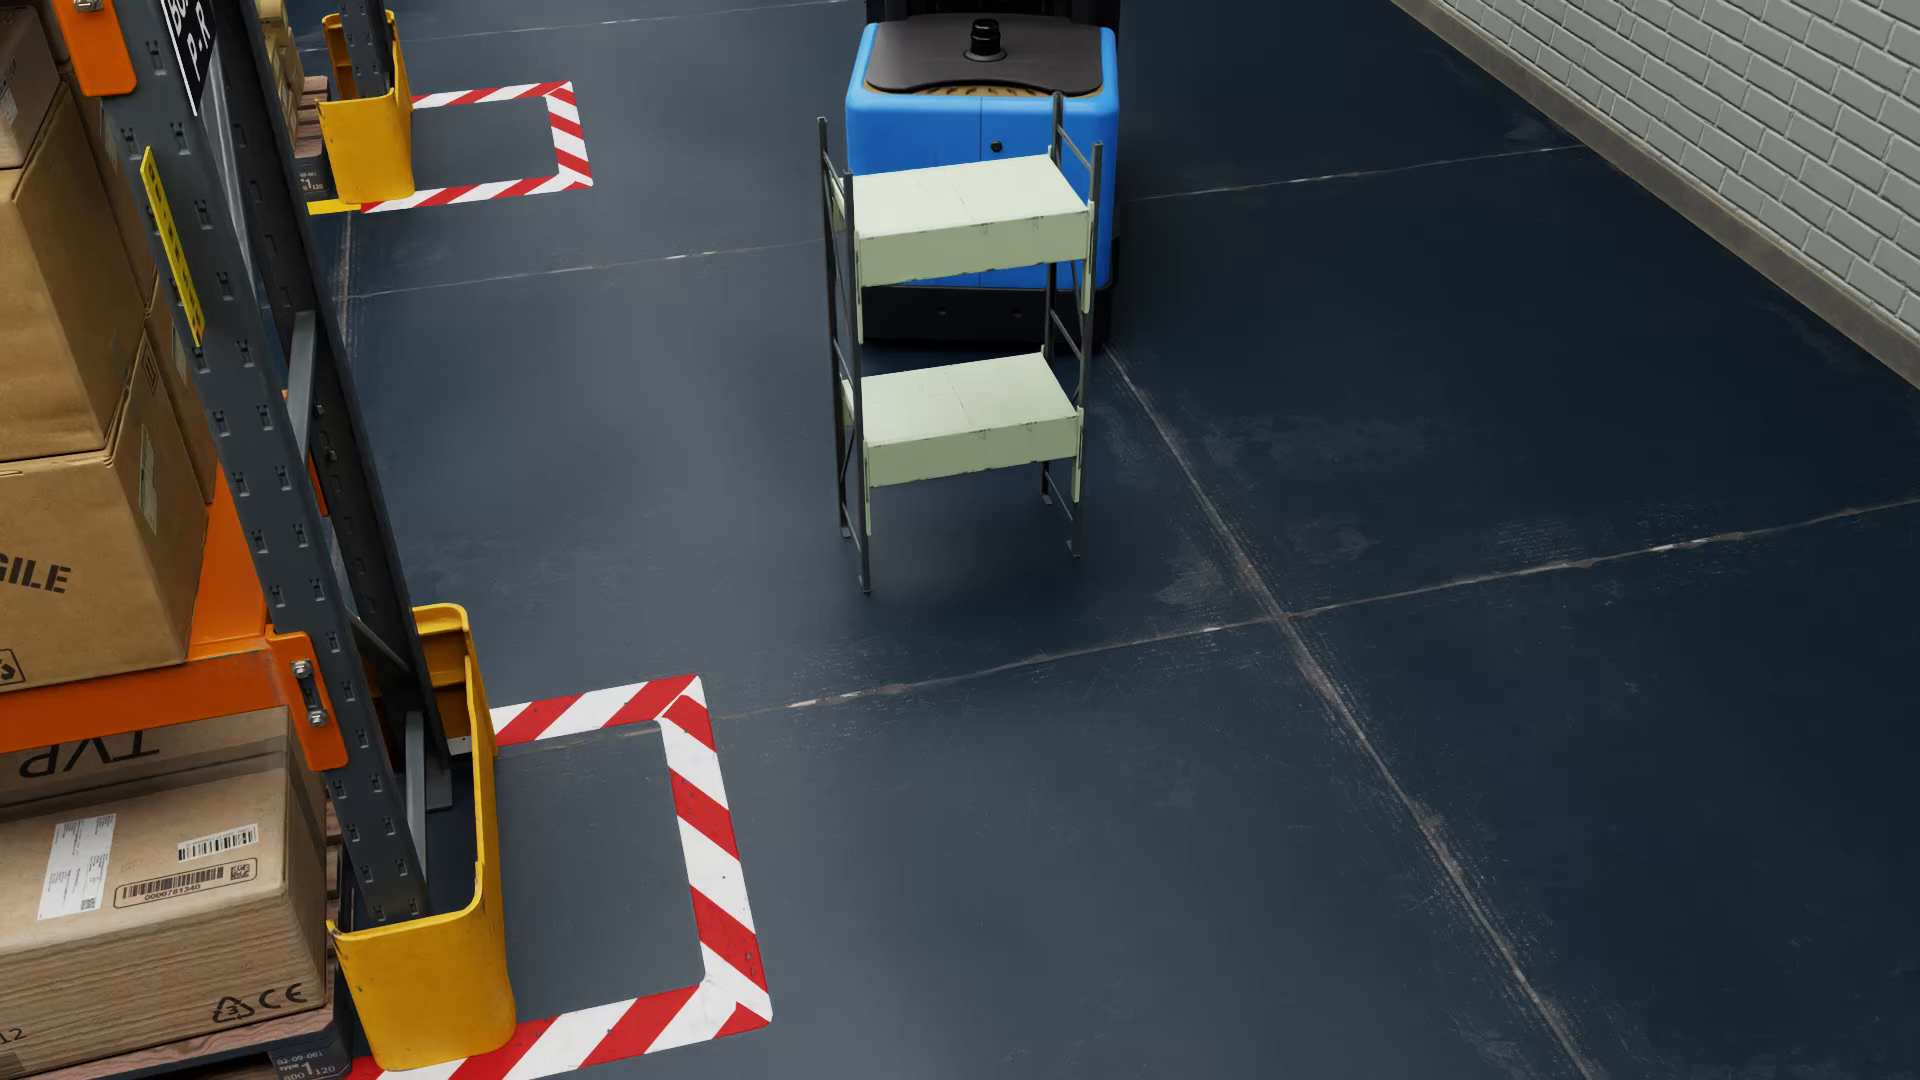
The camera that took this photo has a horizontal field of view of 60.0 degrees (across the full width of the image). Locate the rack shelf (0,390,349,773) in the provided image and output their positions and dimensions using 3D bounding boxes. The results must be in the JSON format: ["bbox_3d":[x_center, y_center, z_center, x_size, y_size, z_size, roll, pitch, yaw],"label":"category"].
[{"bbox_3d":[-3.366,0.351,3.414,4.000,0.370,1.077,-9,38,-12],"label":"rack shelf"}]

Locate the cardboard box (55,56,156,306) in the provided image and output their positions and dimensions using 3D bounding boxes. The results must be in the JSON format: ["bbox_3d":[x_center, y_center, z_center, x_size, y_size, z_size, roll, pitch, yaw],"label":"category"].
[{"bbox_3d":[-1.973,-0.779,3.395,0.500,0.500,0.500,-10,39,-13],"label":"cardboard box"}]

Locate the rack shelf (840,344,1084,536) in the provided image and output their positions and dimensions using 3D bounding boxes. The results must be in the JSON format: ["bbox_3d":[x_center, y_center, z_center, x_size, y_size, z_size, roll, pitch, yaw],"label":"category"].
[{"bbox_3d":[-0.006,-0.336,5.491,0.720,0.370,0.431,-9,38,-12],"label":"rack shelf"}]

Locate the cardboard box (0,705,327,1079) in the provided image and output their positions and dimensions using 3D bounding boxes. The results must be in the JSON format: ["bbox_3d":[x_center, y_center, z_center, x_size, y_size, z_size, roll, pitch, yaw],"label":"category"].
[{"bbox_3d":[-2.047,0.763,4.047,0.875,0.438,0.875,-11,39,-13],"label":"cardboard box"}]

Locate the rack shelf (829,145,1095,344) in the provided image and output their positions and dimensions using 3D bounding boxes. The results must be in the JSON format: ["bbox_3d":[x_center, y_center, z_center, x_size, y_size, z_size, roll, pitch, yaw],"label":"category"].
[{"bbox_3d":[-0.006,-0.905,5.056,0.720,0.370,0.431,-9,38,-12],"label":"rack shelf"}]

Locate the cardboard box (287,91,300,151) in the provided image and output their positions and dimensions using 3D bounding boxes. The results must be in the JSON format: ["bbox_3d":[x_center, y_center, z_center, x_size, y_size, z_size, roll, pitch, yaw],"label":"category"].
[{"bbox_3d":[-3.277,-1.968,7.854,0.250,0.149,0.380,-9,38,-11],"label":"cardboard box"}]

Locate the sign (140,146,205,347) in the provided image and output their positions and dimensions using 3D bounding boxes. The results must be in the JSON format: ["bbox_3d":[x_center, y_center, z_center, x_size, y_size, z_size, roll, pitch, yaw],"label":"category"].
[{"bbox_3d":[-1.307,-0.485,2.767,0.005,0.325,0.100,-9,38,-12],"label":"sign"}]

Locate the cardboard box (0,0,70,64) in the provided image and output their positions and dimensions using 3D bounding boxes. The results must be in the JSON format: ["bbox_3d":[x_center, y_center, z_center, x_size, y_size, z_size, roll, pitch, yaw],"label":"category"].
[{"bbox_3d":[-1.850,-1.052,3.217,0.250,0.149,0.380,-9,38,-11],"label":"cardboard box"}]

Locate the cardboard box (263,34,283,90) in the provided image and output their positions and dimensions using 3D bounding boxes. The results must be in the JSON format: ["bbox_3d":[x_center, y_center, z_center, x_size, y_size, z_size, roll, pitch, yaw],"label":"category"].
[{"bbox_3d":[-3.269,-2.177,7.638,0.250,0.149,0.380,-9,38,-11],"label":"cardboard box"}]

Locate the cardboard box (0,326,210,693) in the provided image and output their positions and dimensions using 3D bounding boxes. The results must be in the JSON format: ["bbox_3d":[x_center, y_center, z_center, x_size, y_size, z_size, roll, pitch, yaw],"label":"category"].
[{"bbox_3d":[-1.832,-0.059,3.276,0.500,0.500,0.500,-9,38,-12],"label":"cardboard box"}]

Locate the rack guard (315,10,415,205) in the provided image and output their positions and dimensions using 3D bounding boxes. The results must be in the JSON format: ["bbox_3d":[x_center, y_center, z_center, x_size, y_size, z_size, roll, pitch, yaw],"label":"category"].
[{"bbox_3d":[-2.897,-2.134,8.128,0.348,0.500,1.175,-9,38,-12],"label":"rack guard"}]

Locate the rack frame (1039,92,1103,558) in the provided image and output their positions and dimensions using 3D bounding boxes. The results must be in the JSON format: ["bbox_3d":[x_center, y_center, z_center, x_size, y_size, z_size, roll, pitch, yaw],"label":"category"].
[{"bbox_3d":[0.347,-0.653,5.369,0.023,1.500,0.400,-9,38,-12],"label":"rack frame"}]

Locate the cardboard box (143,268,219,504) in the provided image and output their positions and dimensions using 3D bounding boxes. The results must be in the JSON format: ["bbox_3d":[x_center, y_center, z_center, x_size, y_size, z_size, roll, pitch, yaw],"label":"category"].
[{"bbox_3d":[-1.974,-0.383,3.700,0.500,0.500,0.500,-10,38,-12],"label":"cardboard box"}]

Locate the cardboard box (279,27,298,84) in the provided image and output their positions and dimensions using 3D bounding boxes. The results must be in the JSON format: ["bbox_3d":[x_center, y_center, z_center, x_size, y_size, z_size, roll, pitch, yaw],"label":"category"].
[{"bbox_3d":[-3.396,-2.359,8.121,0.250,0.149,0.380,-8,38,-10],"label":"cardboard box"}]

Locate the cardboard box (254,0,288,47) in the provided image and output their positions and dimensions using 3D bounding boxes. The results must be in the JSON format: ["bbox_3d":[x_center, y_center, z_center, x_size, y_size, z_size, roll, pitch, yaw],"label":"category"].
[{"bbox_3d":[-3.418,-2.526,8.094,0.250,0.149,0.380,-11,39,-14],"label":"cardboard box"}]

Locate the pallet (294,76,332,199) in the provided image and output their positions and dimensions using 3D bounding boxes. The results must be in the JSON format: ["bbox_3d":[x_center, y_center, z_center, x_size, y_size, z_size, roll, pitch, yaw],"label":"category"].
[{"bbox_3d":[-3.691,-1.911,8.075,1.213,0.211,1.003,-9,38,-12],"label":"pallet"}]

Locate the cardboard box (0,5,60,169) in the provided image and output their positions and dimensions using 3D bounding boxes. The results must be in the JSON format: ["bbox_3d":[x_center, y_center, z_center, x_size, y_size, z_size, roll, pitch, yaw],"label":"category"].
[{"bbox_3d":[-1.730,-0.771,2.851,0.250,0.149,0.380,-9,38,-11],"label":"cardboard box"}]

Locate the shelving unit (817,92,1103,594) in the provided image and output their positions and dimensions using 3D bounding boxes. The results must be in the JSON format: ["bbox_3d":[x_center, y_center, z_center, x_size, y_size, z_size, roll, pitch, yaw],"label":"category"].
[{"bbox_3d":[-0.006,-0.595,5.293,0.755,1.500,0.431,-9,38,-12],"label":"shelving unit"}]

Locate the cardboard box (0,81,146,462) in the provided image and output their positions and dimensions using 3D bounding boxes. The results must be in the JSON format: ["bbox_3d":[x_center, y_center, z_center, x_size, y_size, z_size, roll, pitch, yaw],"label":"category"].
[{"bbox_3d":[-1.839,-0.472,2.993,0.500,0.500,0.500,-8,38,-10],"label":"cardboard box"}]

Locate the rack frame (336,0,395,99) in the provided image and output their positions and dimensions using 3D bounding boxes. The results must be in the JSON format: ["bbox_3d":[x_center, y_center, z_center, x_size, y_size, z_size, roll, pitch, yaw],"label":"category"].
[{"bbox_3d":[-2.824,-3.139,7.384,0.127,3.000,1.000,-9,38,-12],"label":"rack frame"}]

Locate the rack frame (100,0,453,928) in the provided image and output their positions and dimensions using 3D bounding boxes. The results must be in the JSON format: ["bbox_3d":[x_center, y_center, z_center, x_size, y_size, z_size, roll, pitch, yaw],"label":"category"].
[{"bbox_3d":[-1.435,-0.251,3.610,0.127,3.000,1.000,-9,38,-12],"label":"rack frame"}]

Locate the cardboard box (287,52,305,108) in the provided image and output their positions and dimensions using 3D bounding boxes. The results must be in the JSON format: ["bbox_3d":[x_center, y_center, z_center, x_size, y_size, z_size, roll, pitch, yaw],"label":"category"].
[{"bbox_3d":[-3.413,-2.278,8.260,0.250,0.149,0.380,-9,38,-11],"label":"cardboard box"}]

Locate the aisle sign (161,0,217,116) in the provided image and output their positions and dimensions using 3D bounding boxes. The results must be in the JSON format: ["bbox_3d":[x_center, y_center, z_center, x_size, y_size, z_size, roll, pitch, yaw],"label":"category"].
[{"bbox_3d":[-1.285,-1.113,2.597,0.004,0.787,0.394,-9,38,-12],"label":"aisle sign"}]

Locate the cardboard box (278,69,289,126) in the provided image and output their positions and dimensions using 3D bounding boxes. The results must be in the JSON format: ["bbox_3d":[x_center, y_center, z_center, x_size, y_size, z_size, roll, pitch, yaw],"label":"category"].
[{"bbox_3d":[-3.259,-2.040,7.704,0.250,0.149,0.380,-10,39,-13],"label":"cardboard box"}]

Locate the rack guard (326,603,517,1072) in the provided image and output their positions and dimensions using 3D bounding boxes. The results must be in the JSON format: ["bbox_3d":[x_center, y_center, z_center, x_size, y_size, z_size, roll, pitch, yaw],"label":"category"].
[{"bbox_3d":[-1.412,0.738,4.374,0.348,0.500,1.175,-9,38,-12],"label":"rack guard"}]

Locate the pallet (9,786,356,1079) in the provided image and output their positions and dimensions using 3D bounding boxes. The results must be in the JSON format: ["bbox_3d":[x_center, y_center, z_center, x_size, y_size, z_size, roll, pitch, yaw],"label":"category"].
[{"bbox_3d":[-2.187,1.029,4.231,1.213,0.211,1.003,-9,38,-12],"label":"pallet"}]

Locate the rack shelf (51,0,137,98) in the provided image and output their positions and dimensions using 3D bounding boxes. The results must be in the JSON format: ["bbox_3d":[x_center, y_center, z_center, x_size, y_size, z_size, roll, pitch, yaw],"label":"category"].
[{"bbox_3d":[-3.366,-0.840,2.503,4.000,0.370,1.077,-9,38,-12],"label":"rack shelf"}]

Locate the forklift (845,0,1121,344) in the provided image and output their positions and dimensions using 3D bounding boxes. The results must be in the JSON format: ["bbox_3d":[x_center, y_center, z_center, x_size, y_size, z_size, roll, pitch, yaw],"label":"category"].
[{"bbox_3d":[0.154,-2.821,7.026,1.130,2.935,3.031,2,37,2],"label":"forklift"}]

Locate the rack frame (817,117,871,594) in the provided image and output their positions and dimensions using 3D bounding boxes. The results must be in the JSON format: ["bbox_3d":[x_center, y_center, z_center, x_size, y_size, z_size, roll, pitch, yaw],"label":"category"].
[{"bbox_3d":[-0.360,-0.537,5.217,0.023,1.500,0.400,-9,38,-12],"label":"rack frame"}]
